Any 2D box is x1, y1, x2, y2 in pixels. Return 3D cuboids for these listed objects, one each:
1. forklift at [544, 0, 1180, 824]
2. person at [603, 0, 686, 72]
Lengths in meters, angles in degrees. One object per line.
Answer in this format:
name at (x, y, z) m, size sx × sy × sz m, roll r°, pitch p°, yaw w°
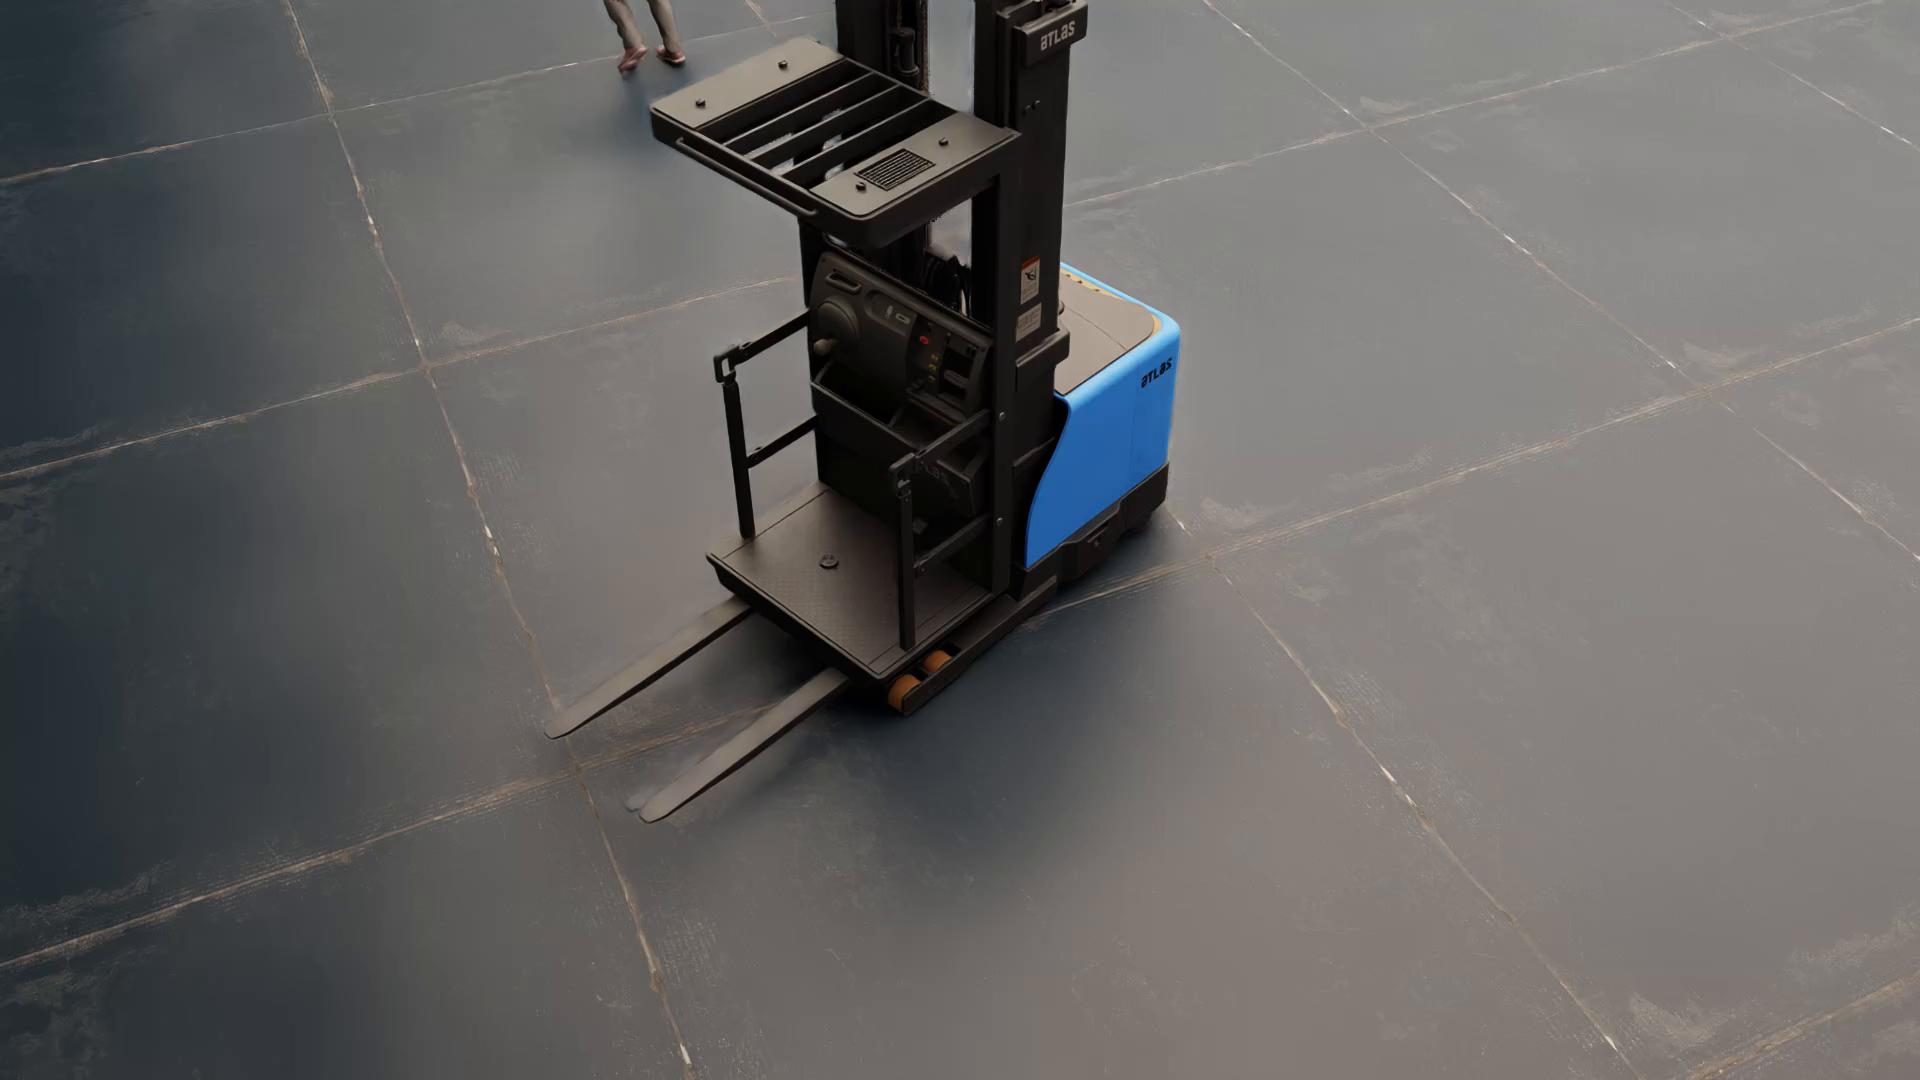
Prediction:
forklift at (-0.394, -0.734, 6.467) m, size 1.130 × 2.935 × 3.031 m, roll 33°, pitch 52°, yaw 30°
person at (-2.070, -3.798, 10.762) m, size 0.681 × 1.610 × 0.633 m, roll 28°, pitch 50°, yaw 26°
